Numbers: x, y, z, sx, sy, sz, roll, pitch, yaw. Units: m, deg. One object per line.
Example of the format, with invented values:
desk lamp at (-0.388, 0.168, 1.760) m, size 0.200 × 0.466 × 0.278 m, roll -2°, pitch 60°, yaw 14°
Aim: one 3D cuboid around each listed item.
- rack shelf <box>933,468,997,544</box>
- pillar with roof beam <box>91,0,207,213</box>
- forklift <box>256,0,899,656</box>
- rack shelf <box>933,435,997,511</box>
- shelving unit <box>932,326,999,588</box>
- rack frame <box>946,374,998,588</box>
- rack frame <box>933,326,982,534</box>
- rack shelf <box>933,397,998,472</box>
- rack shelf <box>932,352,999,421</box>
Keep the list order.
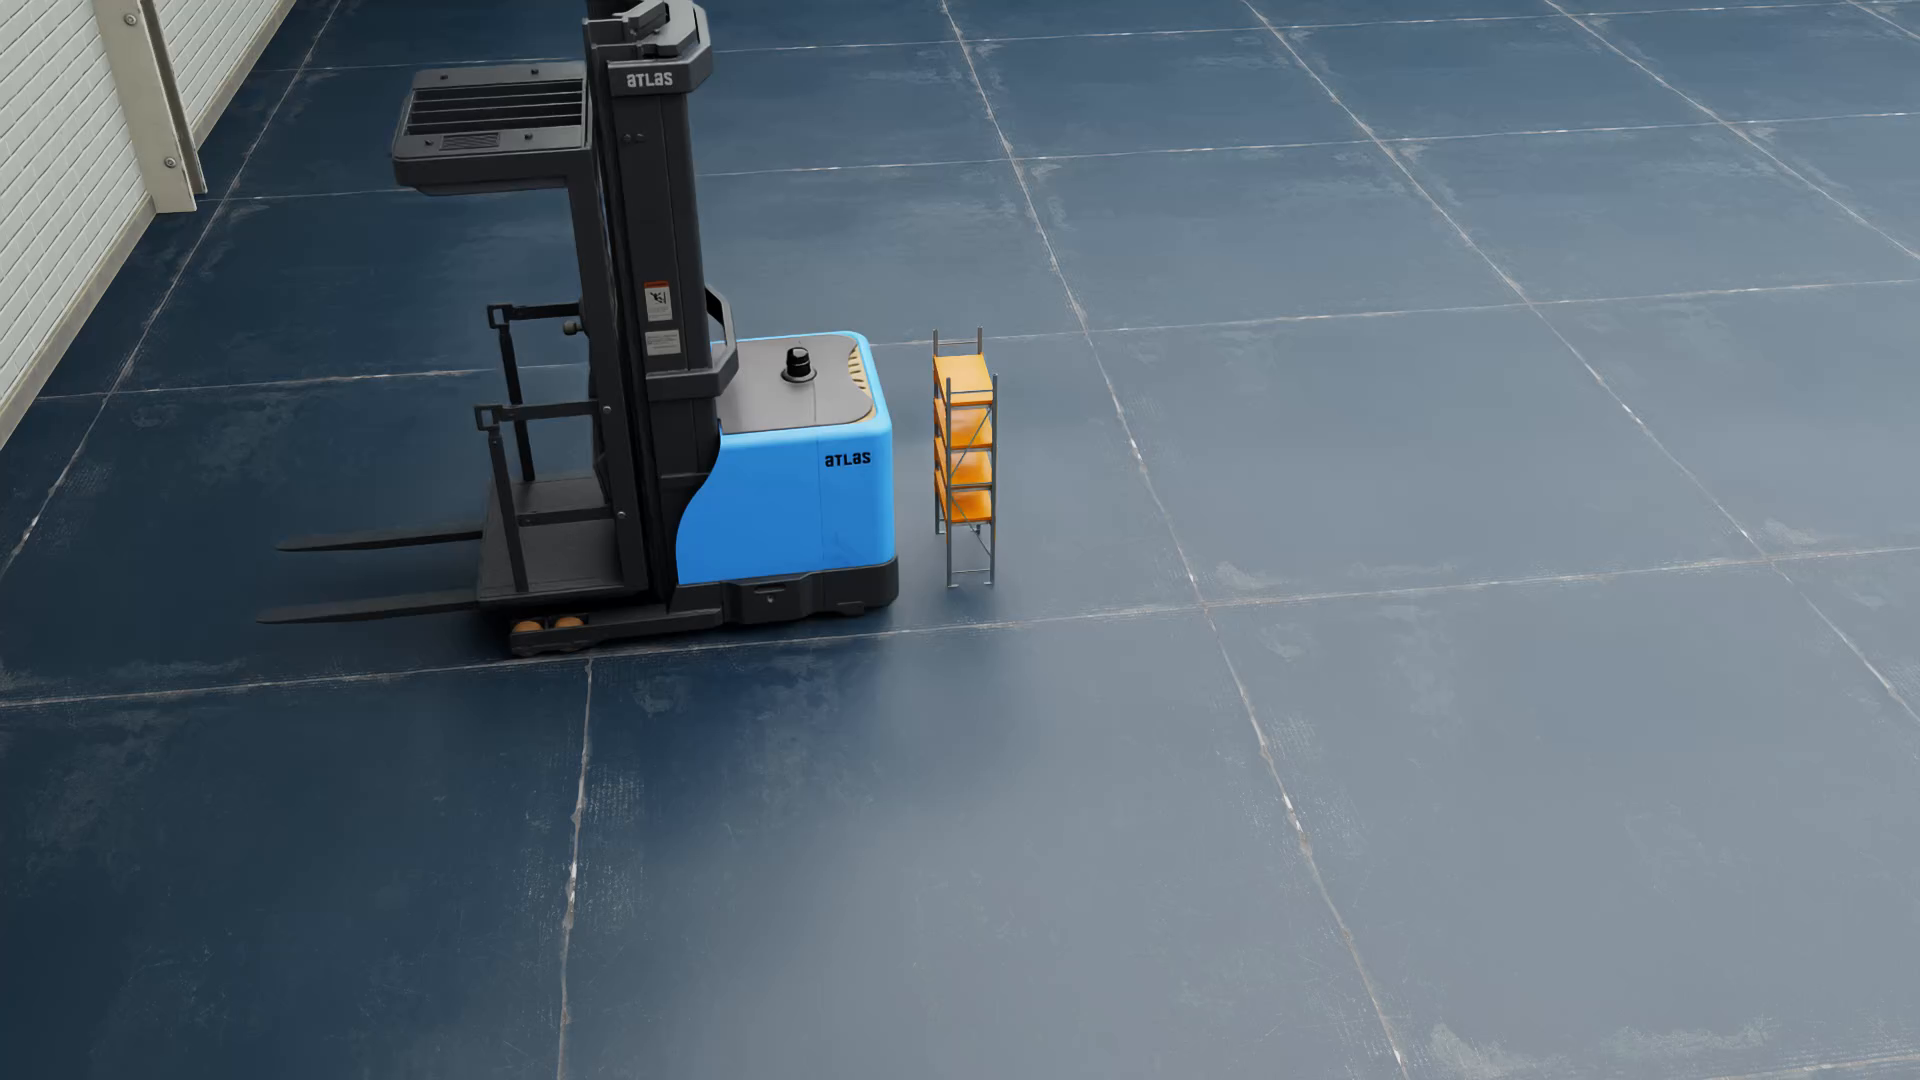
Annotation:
rack shelf at (0.022, -0.184, 8.426) m, size 0.258 × 0.148 × 0.480 m, roll -4°, pitch 35°, yaw -6°
pillar with roof beam at (-1.585, -6.583, 10.419) m, size 9.100 × 9.000 × 0.400 m, roll -4°, pitch 35°, yaw -6°
forklift at (-1.870, -0.980, 7.585) m, size 3.031 × 2.935 × 1.130 m, roll -6°, pitch 35°, yaw -8°
rack shelf at (0.022, -0.348, 8.314) m, size 0.258 × 0.148 × 0.480 m, roll -4°, pitch 35°, yaw -6°
shelving unit at (0.022, -0.403, 8.277) m, size 0.258 × 1.200 × 0.503 m, roll -4°, pitch 35°, yaw -6°
rack frame at (0.055, -0.267, 8.077) m, size 0.240 × 1.200 × 0.015 m, roll -4°, pitch 35°, yaw -6°
rack frame at (-0.011, -0.540, 8.476) m, size 0.240 × 1.200 × 0.015 m, roll -4°, pitch 35°, yaw -6°
rack shelf at (0.022, -0.533, 8.188) m, size 0.258 × 0.148 × 0.480 m, roll -4°, pitch 35°, yaw -6°
rack shelf at (0.022, -0.728, 8.055) m, size 0.258 × 0.148 × 0.480 m, roll -4°, pitch 35°, yaw -6°
